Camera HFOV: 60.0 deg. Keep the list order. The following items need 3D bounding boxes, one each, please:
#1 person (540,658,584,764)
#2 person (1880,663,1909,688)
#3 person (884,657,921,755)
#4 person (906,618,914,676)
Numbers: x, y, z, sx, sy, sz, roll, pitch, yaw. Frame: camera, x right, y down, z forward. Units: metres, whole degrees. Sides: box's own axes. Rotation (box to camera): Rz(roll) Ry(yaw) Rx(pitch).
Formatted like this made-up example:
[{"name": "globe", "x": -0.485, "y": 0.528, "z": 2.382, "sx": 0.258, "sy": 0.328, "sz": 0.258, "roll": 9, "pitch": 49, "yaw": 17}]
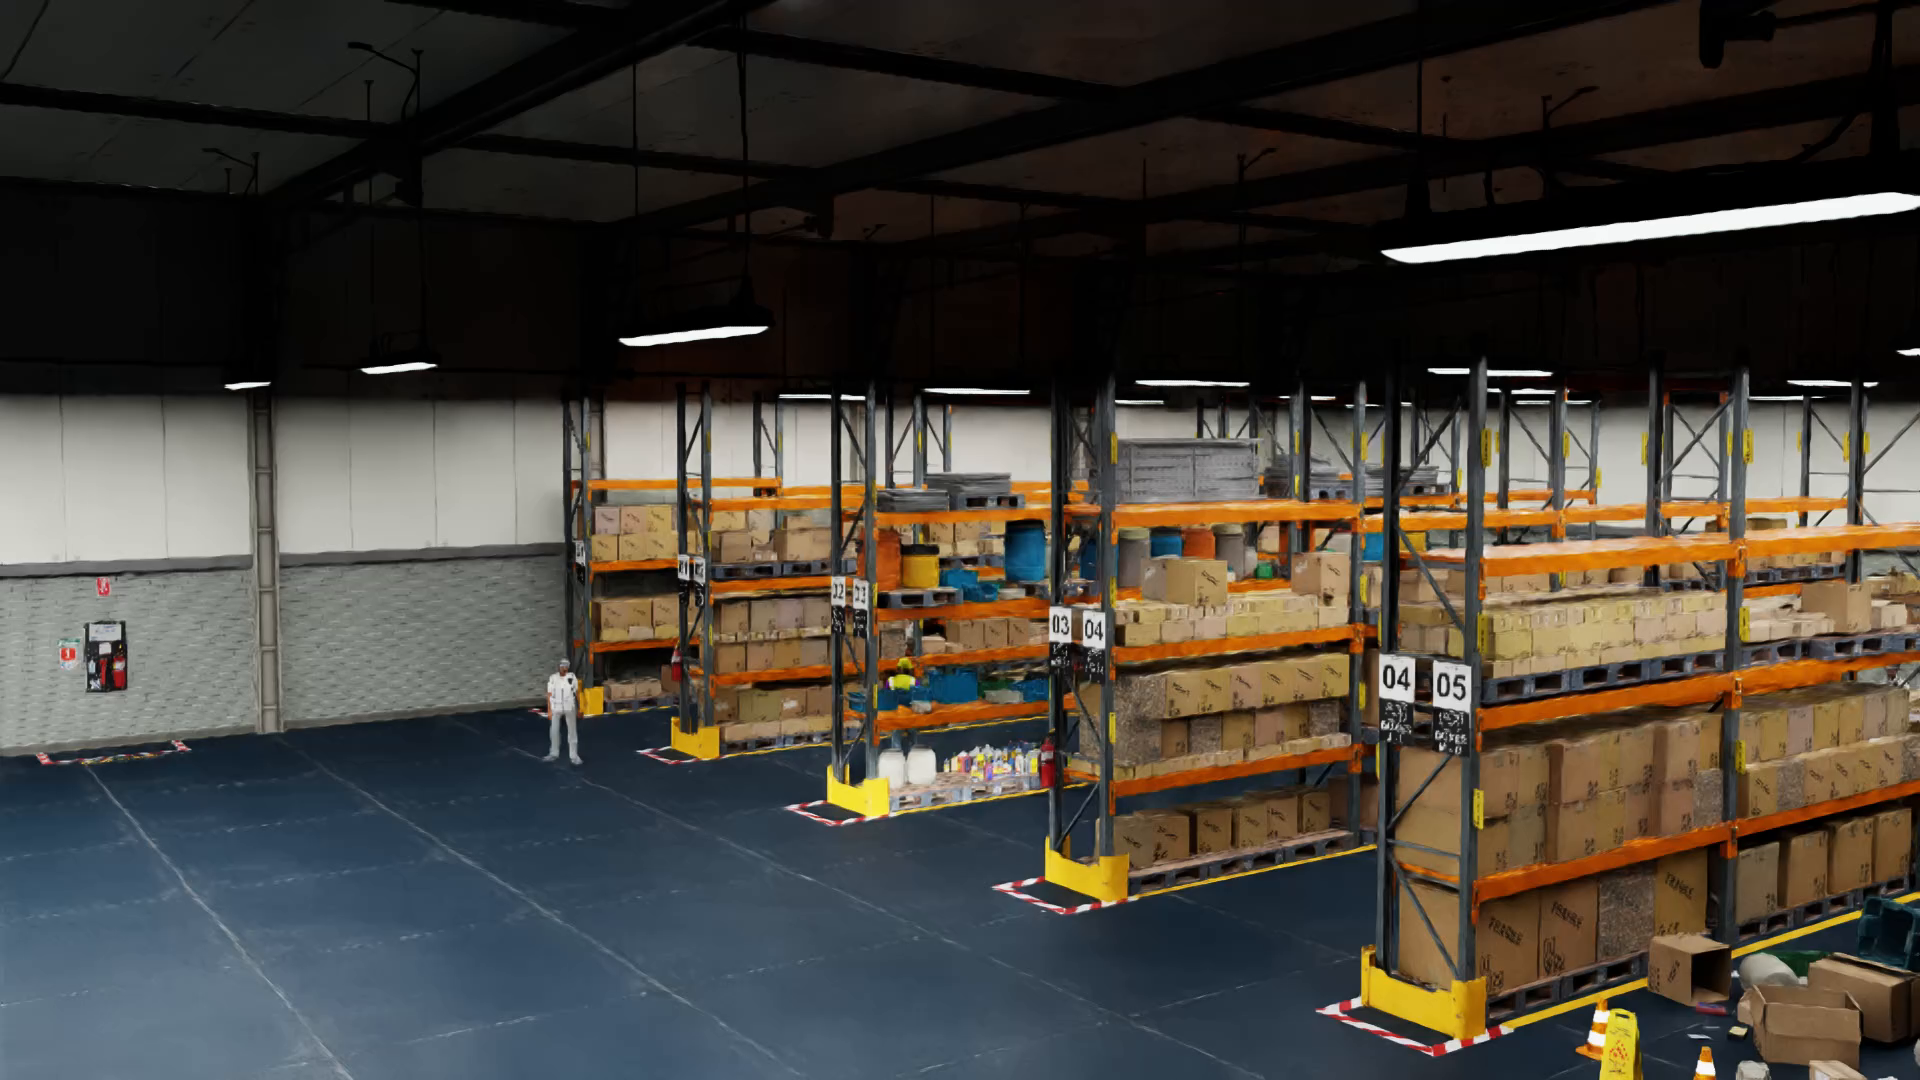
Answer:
[{"name": "person", "x": -6.245, "y": 2.664, "z": 26.050, "sx": 0.684, "sy": 1.663, "sz": 0.451, "roll": -1, "pitch": 4, "yaw": -8}, {"name": "person", "x": 14.665, "y": 2.674, "z": 26.129, "sx": 1.089, "sy": 1.587, "sz": 0.488, "roll": -3, "pitch": 5, "yaw": -37}, {"name": "person", "x": -0.832, "y": 2.650, "z": 25.190, "sx": 0.672, "sy": 1.765, "sz": 0.565, "roll": 0, "pitch": 4, "yaw": -3}, {"name": "person", "x": -1.038, "y": 2.205, "z": 32.686, "sx": 1.033, "sy": 1.708, "sz": 0.571, "roll": -3, "pitch": 5, "yaw": -43}]
